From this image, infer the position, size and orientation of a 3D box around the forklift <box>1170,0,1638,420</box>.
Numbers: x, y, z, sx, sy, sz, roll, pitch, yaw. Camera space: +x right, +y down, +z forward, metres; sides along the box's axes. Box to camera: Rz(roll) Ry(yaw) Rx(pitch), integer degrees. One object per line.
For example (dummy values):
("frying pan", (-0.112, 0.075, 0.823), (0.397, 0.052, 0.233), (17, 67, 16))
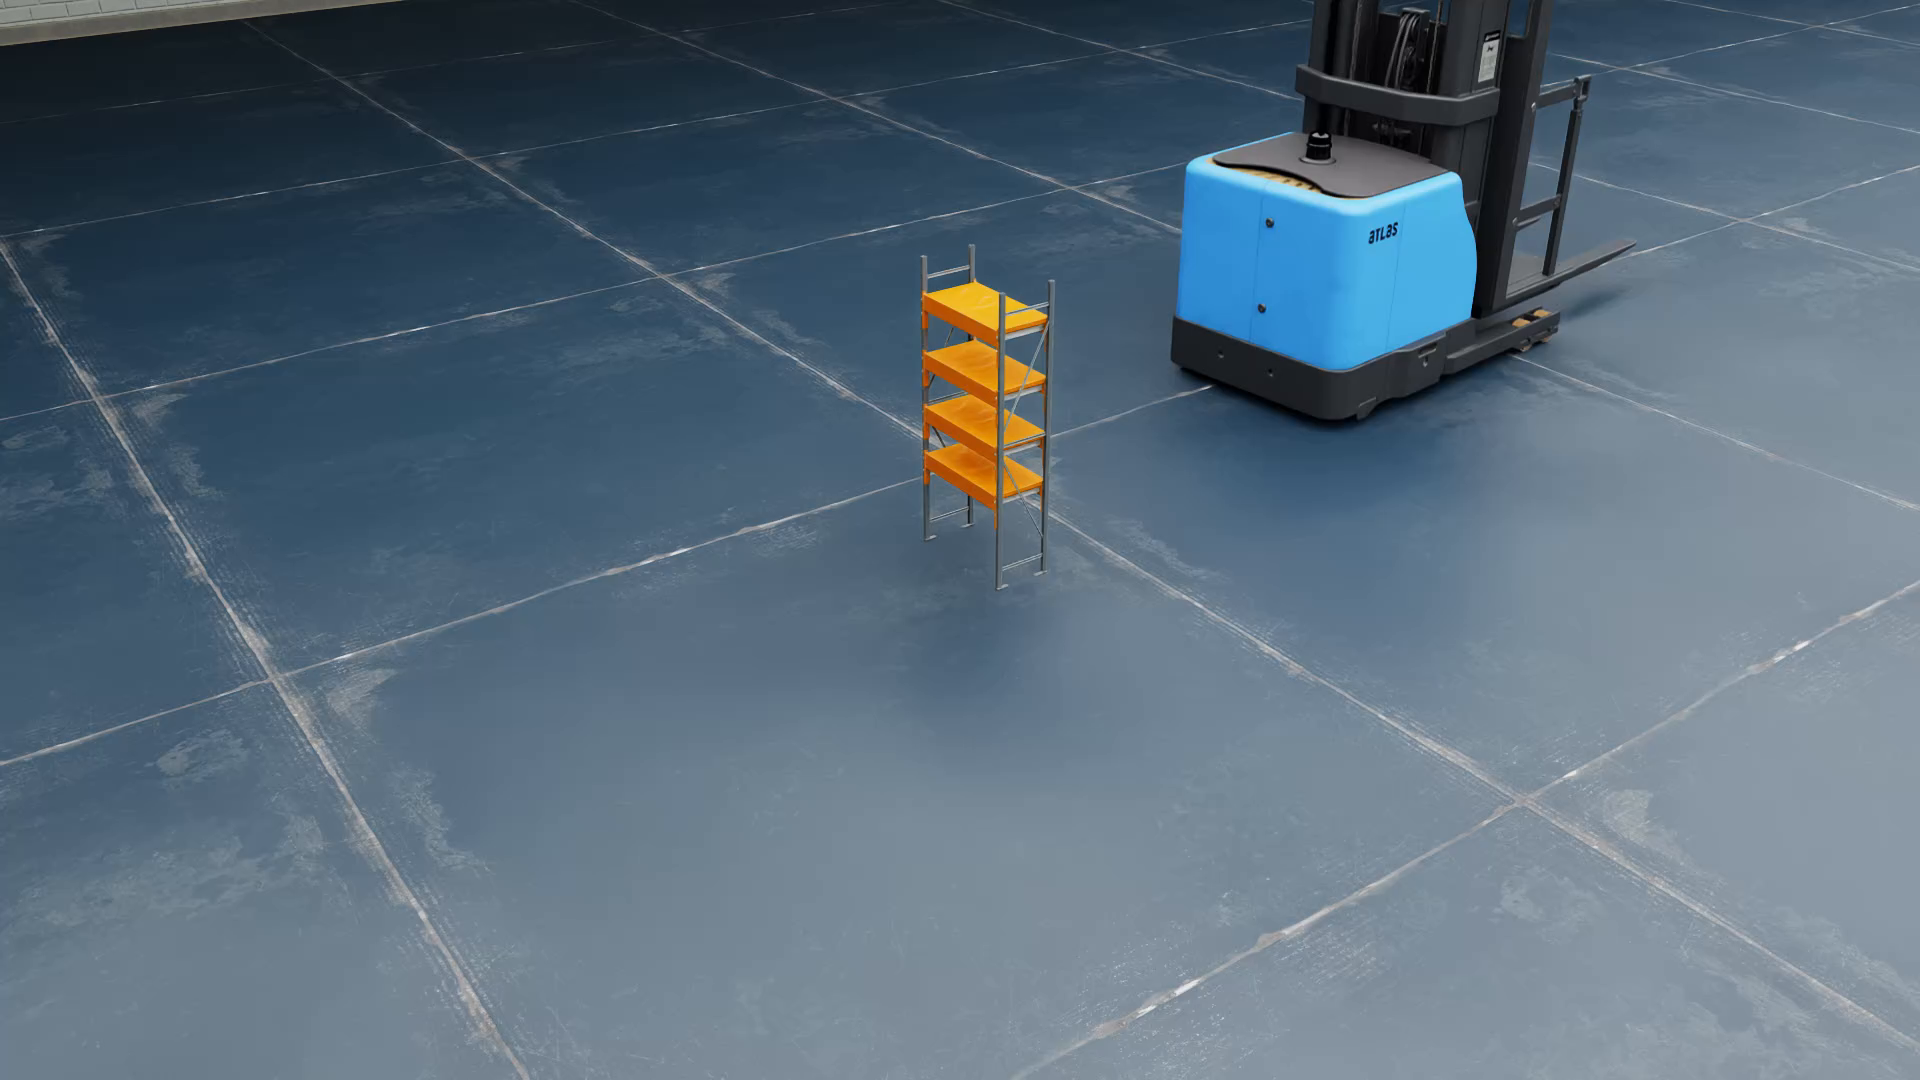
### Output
("forklift", (2.479, -2.420, 8.134), (3.031, 2.935, 1.130), (-23, 36, -36))

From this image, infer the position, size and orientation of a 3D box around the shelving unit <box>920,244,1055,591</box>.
("shelving unit", (0.096, -0.463, 6.345), (0.258, 1.200, 0.503), (-19, 34, -31))

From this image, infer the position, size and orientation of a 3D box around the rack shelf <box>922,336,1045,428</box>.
("rack shelf", (0.096, -0.600, 6.271), (0.258, 0.148, 0.480), (-19, 34, -31))

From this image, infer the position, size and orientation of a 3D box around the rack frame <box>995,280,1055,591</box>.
("rack frame", (0.238, -0.368, 6.170), (0.240, 1.200, 0.015), (-19, 34, -31))

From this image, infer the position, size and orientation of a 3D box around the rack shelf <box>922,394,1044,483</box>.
("rack shelf", (0.096, -0.404, 6.377), (0.258, 0.148, 0.480), (-19, 34, -31))

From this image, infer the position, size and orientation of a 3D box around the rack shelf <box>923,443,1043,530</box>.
("rack shelf", (0.096, -0.229, 6.472), (0.258, 0.148, 0.480), (-19, 34, -31))

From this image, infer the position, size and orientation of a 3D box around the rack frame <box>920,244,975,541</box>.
("rack frame", (-0.046, -0.558, 6.520), (0.240, 1.200, 0.015), (-19, 34, -31))

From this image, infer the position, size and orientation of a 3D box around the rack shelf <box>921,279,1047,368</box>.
("rack shelf", (0.096, -0.808, 6.158), (0.258, 0.148, 0.480), (-19, 34, -31))
